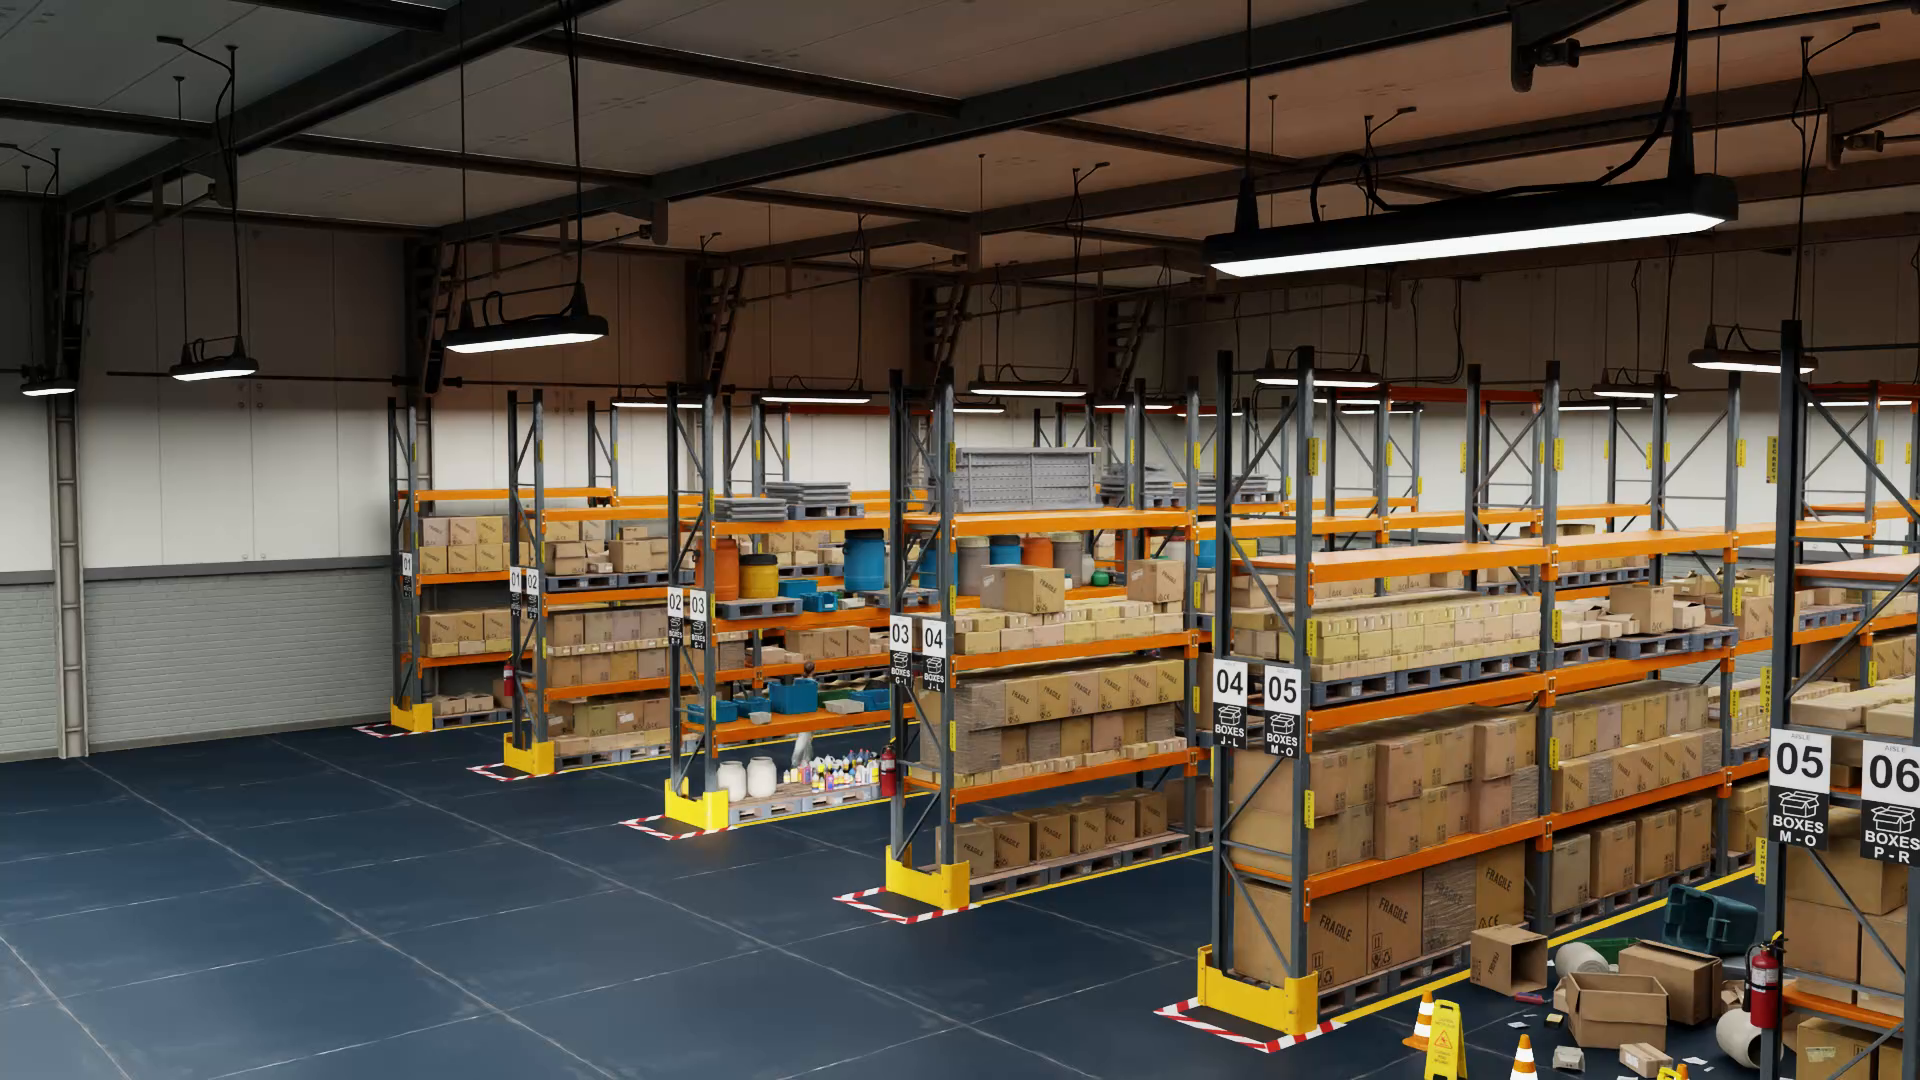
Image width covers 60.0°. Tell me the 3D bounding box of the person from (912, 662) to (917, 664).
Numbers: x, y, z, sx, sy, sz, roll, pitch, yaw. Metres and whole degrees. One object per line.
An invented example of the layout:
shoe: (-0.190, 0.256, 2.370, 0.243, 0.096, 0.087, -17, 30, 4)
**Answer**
person: (-1.128, 2.284, 34.999, 1.008, 1.632, 0.579, -3, 4, -42)

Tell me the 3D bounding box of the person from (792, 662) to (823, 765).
person: (-2.393, 2.786, 26.732, 0.456, 1.673, 0.779, 3, 4, 40)
